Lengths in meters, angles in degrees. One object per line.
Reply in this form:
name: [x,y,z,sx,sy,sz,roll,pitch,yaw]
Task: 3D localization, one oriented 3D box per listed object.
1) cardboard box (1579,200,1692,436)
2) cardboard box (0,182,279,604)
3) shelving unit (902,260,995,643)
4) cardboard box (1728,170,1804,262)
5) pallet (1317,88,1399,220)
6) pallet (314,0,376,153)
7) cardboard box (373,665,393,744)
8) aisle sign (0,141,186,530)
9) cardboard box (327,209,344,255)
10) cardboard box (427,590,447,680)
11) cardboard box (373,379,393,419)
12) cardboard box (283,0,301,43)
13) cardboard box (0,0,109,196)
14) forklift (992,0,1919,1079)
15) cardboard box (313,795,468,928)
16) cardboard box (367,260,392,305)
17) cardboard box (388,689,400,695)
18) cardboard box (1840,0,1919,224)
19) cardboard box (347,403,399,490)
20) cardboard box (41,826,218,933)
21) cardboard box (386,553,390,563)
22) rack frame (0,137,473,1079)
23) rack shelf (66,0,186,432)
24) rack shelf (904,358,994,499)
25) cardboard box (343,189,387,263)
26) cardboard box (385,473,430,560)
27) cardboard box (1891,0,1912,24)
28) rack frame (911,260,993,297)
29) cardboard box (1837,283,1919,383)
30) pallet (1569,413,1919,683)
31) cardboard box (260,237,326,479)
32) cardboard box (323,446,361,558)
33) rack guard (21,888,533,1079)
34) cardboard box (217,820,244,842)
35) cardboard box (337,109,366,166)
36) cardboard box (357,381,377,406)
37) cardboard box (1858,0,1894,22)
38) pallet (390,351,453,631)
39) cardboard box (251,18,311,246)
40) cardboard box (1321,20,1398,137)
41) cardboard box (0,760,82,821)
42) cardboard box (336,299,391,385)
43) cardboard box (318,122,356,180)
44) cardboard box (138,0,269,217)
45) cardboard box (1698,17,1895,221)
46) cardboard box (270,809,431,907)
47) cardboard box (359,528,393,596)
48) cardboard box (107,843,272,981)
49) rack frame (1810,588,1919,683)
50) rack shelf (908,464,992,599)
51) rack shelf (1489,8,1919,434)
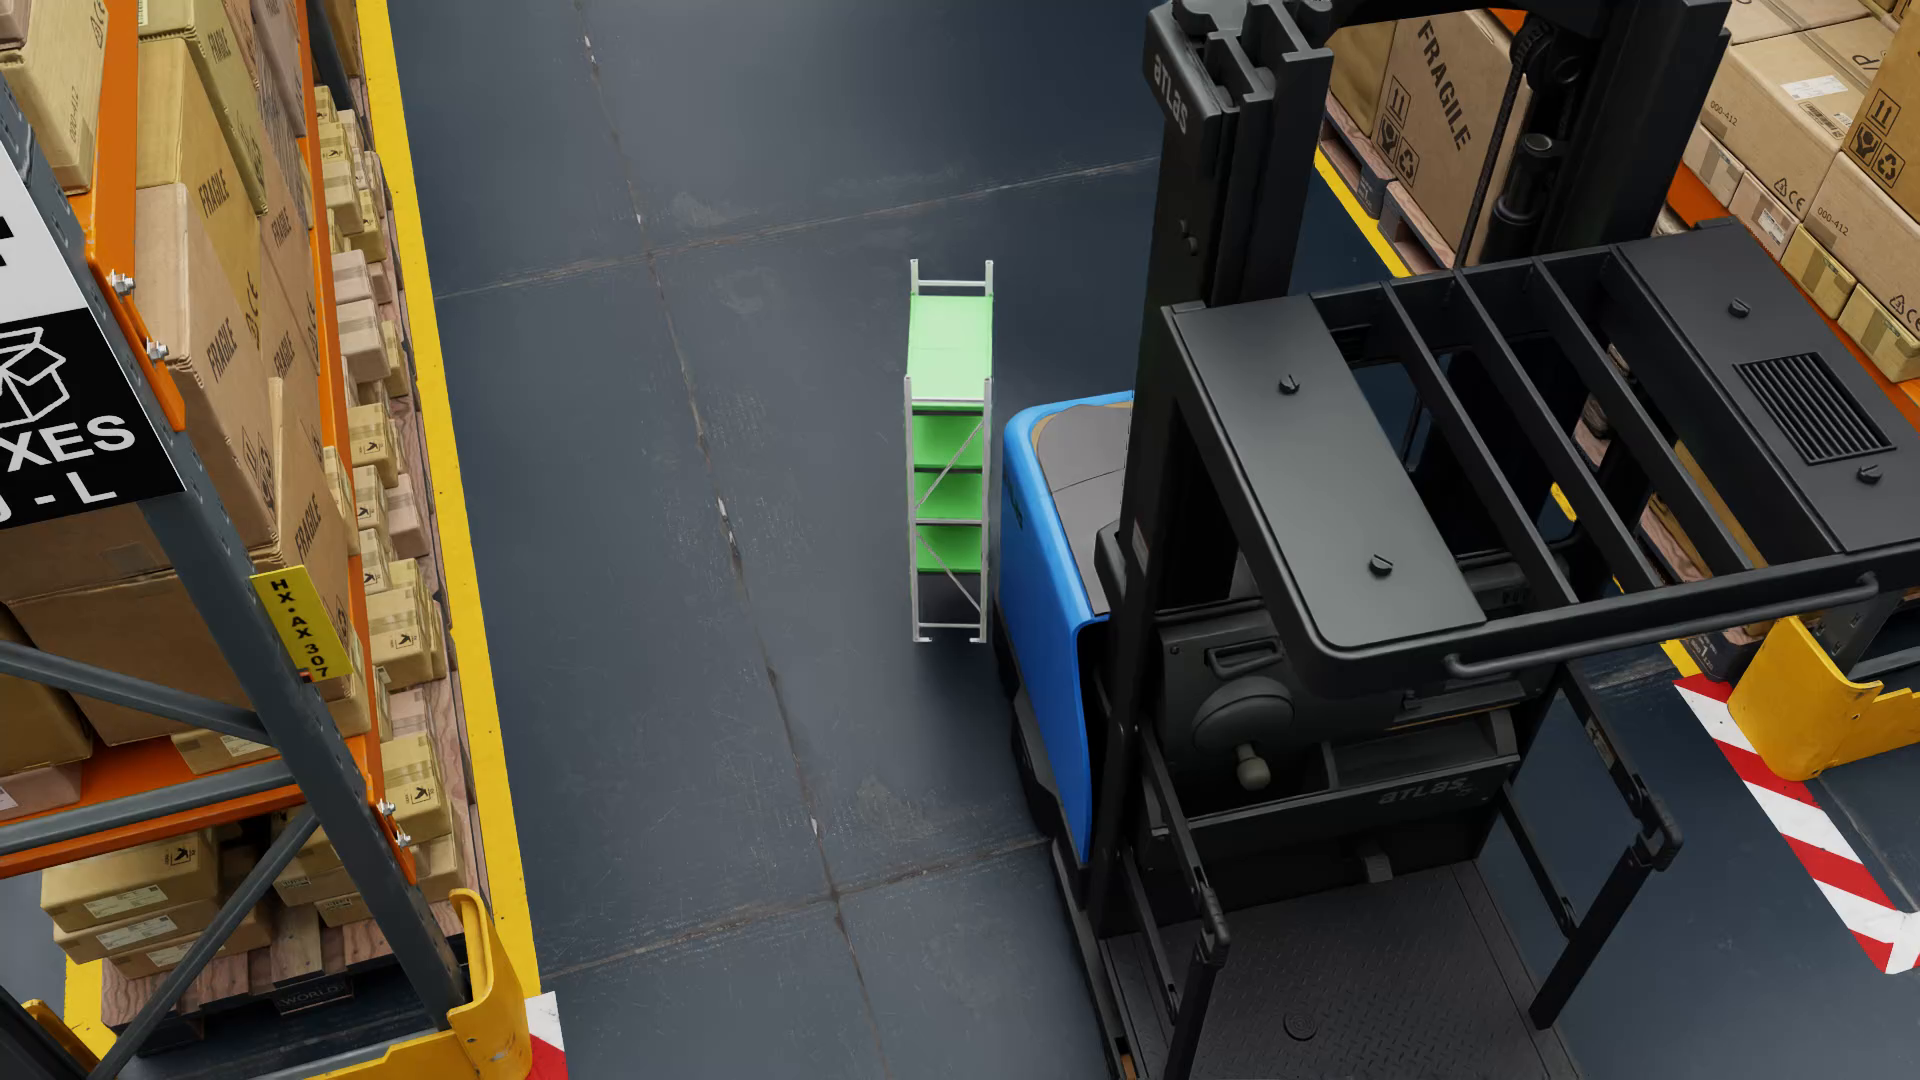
cardboard box: [2.495,-1.049,5.787,0.875,0.875,0.875,-13,51,-11]
cardboard box: [-1.618,-0.275,3.106,0.500,0.500,0.500,-14,51,-11]
shelving unit: [-0.029,-0.241,5.169,0.258,1.200,0.503,1,50,1]
cardboard box: [2.457,-0.963,4.764,0.380,0.149,0.250,-13,51,-11]
pallet: [1.997,-1.934,7.242,1.003,0.211,1.213,-13,51,-11]
pallet: [-3.153,-2.028,7.321,1.003,0.211,1.213,-13,51,-11]
cardboard box: [-1.766,0.521,4.549,0.380,0.149,0.250,-12,51,-10]
aisle sign: [-1.431,-0.289,2.332,0.394,0.787,0.004,-13,51,-11]
cardboard box: [-2.372,-1.000,5.832,0.380,0.149,0.250,-12,51,-10]
cardboard box: [-1.794,0.328,5.102,0.380,0.149,0.250,-13,51,-11]
cardboard box: [-2.161,-0.404,5.718,0.380,0.149,0.250,-12,51,-10]
cardboard box: [-2.356,-1.817,5.060,0.500,0.500,0.500,-15,51,-12]
cardboard box: [-1.627,-0.741,2.549,0.500,0.250,0.500,-12,51,-10]
forklift: [0.936,0.399,3.496,1.130,2.935,3.031,-10,51,-8]
cardboard box: [-1.588,0.892,4.626,0.380,0.149,0.250,-12,51,-10]
cardboard box: [-2.343,-0.978,6.203,0.380,0.149,0.250,-15,51,-12]
cardboard box: [-1.832,0.439,4.814,0.380,0.149,0.250,-13,51,-11]
cardboard box: [2.634,-1.070,4.103,0.500,0.500,0.500,-13,51,-11]
cardboard box: [-1.977,-0.261,5.209,0.380,0.149,0.250,-13,51,-10]
cardboard box: [-2.137,0.826,4.293,0.380,0.149,0.250,-13,51,-11]
cardboard box: [-1.974,0.054,5.138,0.380,0.149,0.250,-16,52,-13]
rack frame: [-1.739,0.563,3.313,1.000,3.000,0.127,-13,51,-11]
rack shelf: [-2.330,-1.632,3.673,1.077,0.370,4.000,-13,51,-11]
rack shelf: [-0.029,-0.355,5.034,0.258,0.148,0.480,1,50,1]
cardboard box: [-2.337,-1.126,6.133,0.380,0.149,0.250,-15,51,-12]
cardboard box: [-1.951,-0.039,5.411,0.380,0.149,0.250,-16,52,-13]
cardboard box: [2.997,-1.550,4.508,0.500,0.500,0.500,-14,51,-12]
rack frame: [-0.024,-0.428,5.326,0.240,1.200,0.015,1,50,1]
cardboard box: [2.609,-0.589,4.449,0.380,0.149,0.250,-12,51,-10]
pallet: [2.718,-0.152,5.740,1.003,0.211,1.213,-13,51,-11]
cardboard box: [-1.790,-0.340,3.815,0.500,0.500,0.500,-13,51,-11]
cardboard box: [-1.665,-0.052,3.996,0.380,0.149,0.250,-15,51,-12]
rack guard: [-1.761,1.313,4.316,1.175,0.500,0.348,-13,51,-11]
cardboard box: [-2.193,0.727,4.571,0.380,0.149,0.250,-14,51,-12]
cardboard box: [-2.525,-1.512,6.458,0.380,0.149,0.250,-12,51,-10]
cardboard box: [-2.202,-0.539,5.637,0.380,0.149,0.250,-16,52,-13]
cardboard box: [2.840,-1.689,5.116,0.500,0.250,0.500,-15,51,-12]
pallet: [-2.325,-0.084,5.683,1.003,0.211,1.213,-13,51,-11]
cardboard box: [-2.080,-1.072,4.432,0.500,0.500,0.500,-15,51,-12]
cardboard box: [1.965,-2.356,6.889,0.875,0.875,0.875,-13,51,-11]
cardboard box: [-2.105,0.470,3.556,0.380,0.149,0.250,-13,51,-11]
cardboard box: [-2.112,-0.629,5.520,0.380,0.149,0.250,-15,51,-12]
cardboard box: [-2.454,-1.388,6.159,0.380,0.149,0.250,-13,51,-11]
cardboard box: [-1.906,-1.027,3.740,0.500,0.500,0.500,-14,51,-12]
cardboard box: [2.483,-1.196,4.700,0.500,0.250,0.500,-14,51,-12]
cardboard box: [-1.648,0.810,4.500,0.380,0.149,0.250,-11,51,-9]
cardboard box: [-1.870,0.146,4.866,0.380,0.149,0.250,-16,52,-13]
cardboard box: [-2.094,1.010,4.527,0.380,0.149,0.250,-13,51,-10]
rack frame: [3.029,-0.484,4.196,1.000,3.000,0.127,-13,51,-11]
rack shelf: [-0.029,-0.045,5.401,0.258,0.148,0.480,1,50,1]
rack shelf: [2.438,-1.713,5.703,1.077,0.370,4.000,-13,51,-11]
